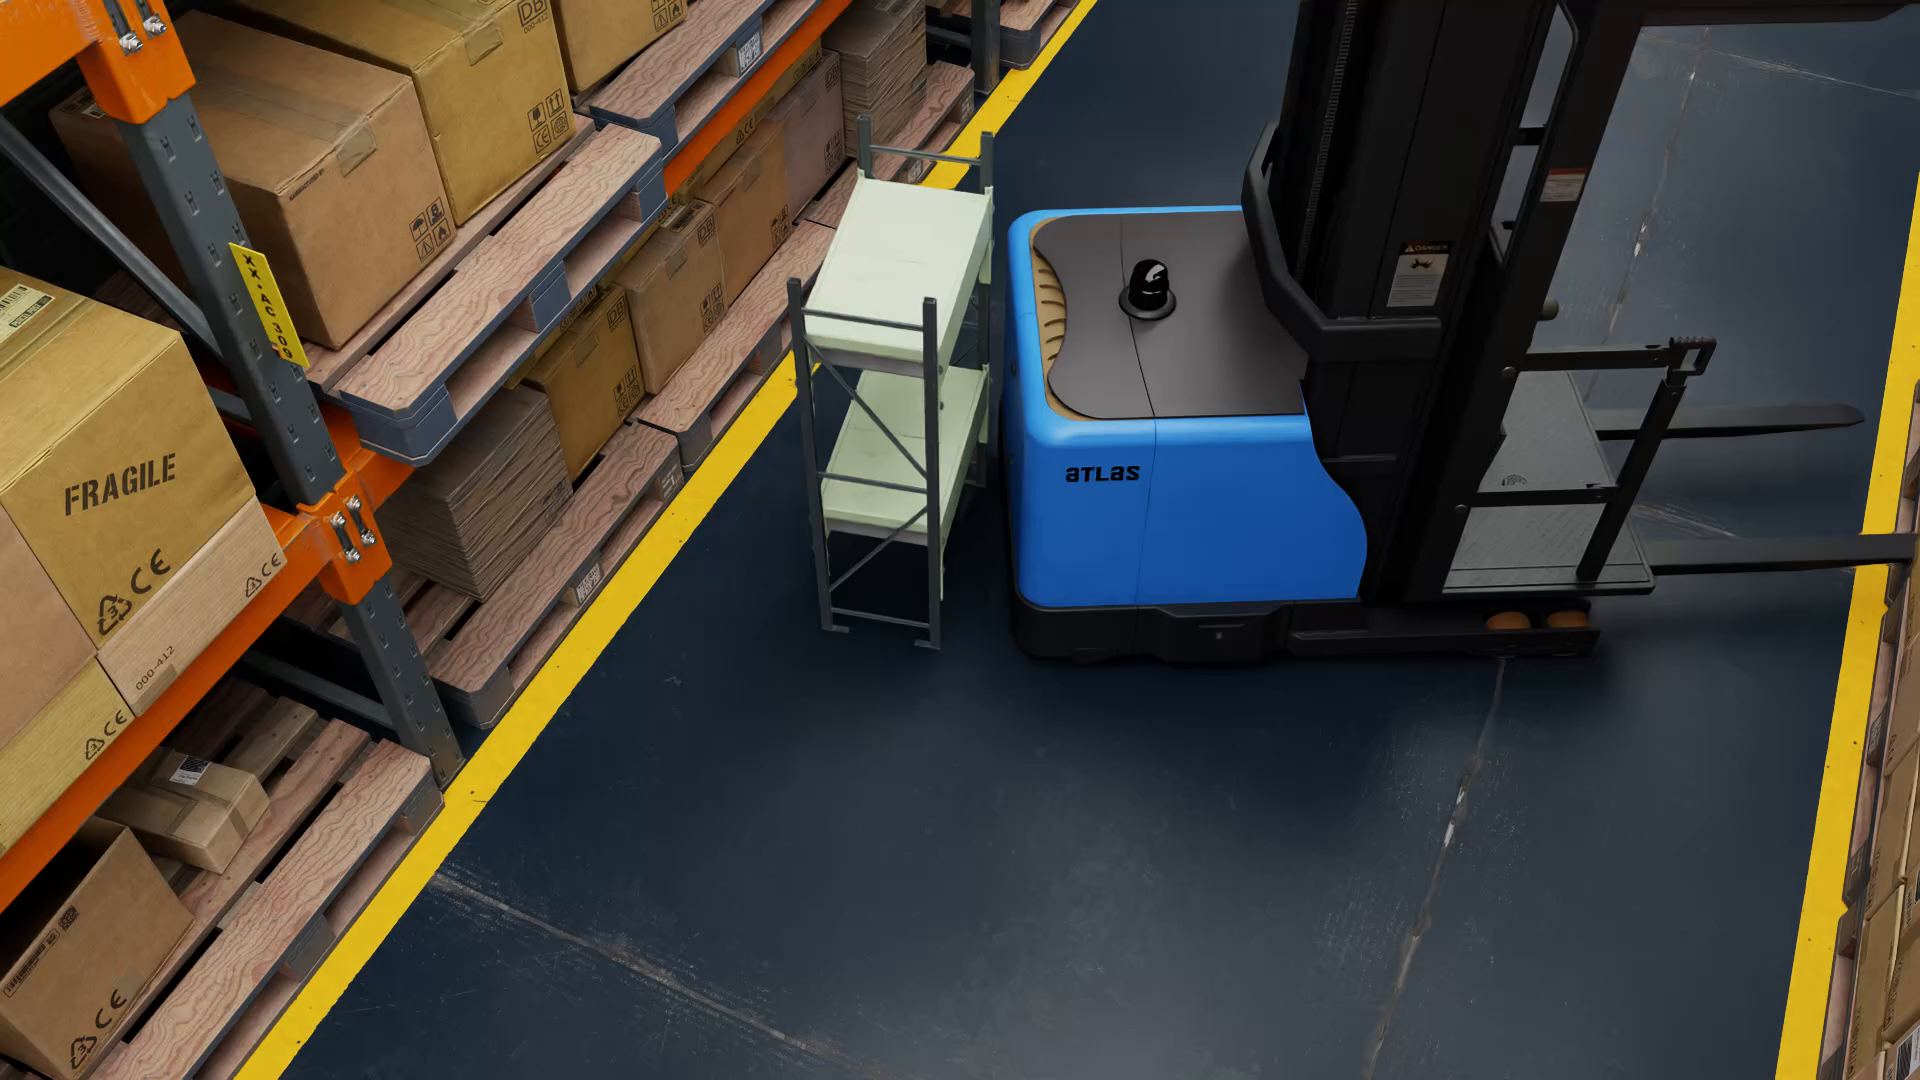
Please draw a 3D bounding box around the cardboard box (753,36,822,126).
[{"bbox_3d":[-0.861,-1.848,6.213,0.500,0.250,0.500,21,53,17],"label":"cardboard box"}]

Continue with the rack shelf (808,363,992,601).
[{"bbox_3d":[-0.180,-0.227,5.386,0.431,0.370,0.720,9,50,8],"label":"rack shelf"}]

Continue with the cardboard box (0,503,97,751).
[{"bbox_3d":[-2.139,0.168,3.230,0.500,0.500,0.500,20,52,16],"label":"cardboard box"}]

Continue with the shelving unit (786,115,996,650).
[{"bbox_3d":[-0.180,-0.438,5.138,0.431,1.500,0.755,9,50,8],"label":"shelving unit"}]

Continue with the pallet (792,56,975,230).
[{"bbox_3d":[-0.635,-1.716,7.071,1.003,0.211,1.213,20,52,16],"label":"pallet"}]

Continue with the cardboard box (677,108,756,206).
[{"bbox_3d":[-1.076,-1.492,5.910,0.500,0.250,0.500,20,52,16],"label":"cardboard box"}]

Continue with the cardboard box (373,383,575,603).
[{"bbox_3d":[-1.710,-0.247,5.343,0.700,0.500,0.500,21,53,17],"label":"cardboard box"}]

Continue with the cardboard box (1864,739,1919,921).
[{"bbox_3d":[2.822,0.882,4.560,0.500,0.250,0.500,21,53,17],"label":"cardboard box"}]

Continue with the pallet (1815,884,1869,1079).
[{"bbox_3d":[2.751,1.590,4.258,1.003,0.211,1.213,20,52,16],"label":"pallet"}]

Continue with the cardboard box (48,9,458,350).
[{"bbox_3d":[-1.761,-0.917,4.206,0.700,0.500,0.500,20,52,16],"label":"cardboard box"}]

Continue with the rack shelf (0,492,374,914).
[{"bbox_3d":[-2.864,1.208,3.225,1.077,0.370,4.000,20,52,16],"label":"rack shelf"}]

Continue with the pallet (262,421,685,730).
[{"bbox_3d":[-1.678,-0.036,5.642,1.003,0.211,1.213,20,52,16],"label":"pallet"}]

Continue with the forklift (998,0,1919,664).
[{"bbox_3d":[1.667,-0.970,4.651,3.031,2.935,1.130,-2,50,-2],"label":"forklift"}]

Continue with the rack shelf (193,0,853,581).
[{"bbox_3d":[-1.155,-1.547,5.569,1.077,0.370,4.000,20,52,16],"label":"rack shelf"}]

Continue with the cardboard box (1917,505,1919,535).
[{"bbox_3d":[3.477,-0.181,5.464,0.500,0.250,0.500,18,52,15],"label":"cardboard box"}]

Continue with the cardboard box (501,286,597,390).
[{"bbox_3d":[-1.525,-0.795,5.317,0.500,0.250,0.500,19,52,15],"label":"cardboard box"}]

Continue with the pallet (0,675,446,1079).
[{"bbox_3d":[-2.264,0.975,4.782,1.003,0.211,1.213,20,52,16],"label":"pallet"}]

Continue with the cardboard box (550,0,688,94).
[{"bbox_3d":[-1.263,-1.763,4.926,0.700,0.500,0.500,27,55,21],"label":"cardboard box"}]

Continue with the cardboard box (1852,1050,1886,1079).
[{"bbox_3d":[2.386,1.582,3.964,0.500,0.250,0.500,19,52,16],"label":"cardboard box"}]

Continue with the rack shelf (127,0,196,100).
[{"bbox_3d":[-1.155,-2.519,4.427,1.077,0.370,4.000,20,52,16],"label":"rack shelf"}]

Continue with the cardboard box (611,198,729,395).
[{"bbox_3d":[-1.280,-0.958,5.948,0.700,0.500,0.500,20,53,16],"label":"cardboard box"}]

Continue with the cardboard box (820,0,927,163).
[{"bbox_3d":[-0.561,-1.977,6.815,0.700,0.500,0.500,20,53,17],"label":"cardboard box"}]

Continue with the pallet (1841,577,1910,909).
[{"bbox_3d":[3.271,0.747,4.976,1.003,0.211,1.213,20,52,16],"label":"pallet"}]

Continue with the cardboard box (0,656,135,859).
[{"bbox_3d":[-2.158,0.405,3.521,0.500,0.250,0.500,20,52,16],"label":"cardboard box"}]

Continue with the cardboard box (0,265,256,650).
[{"bbox_3d":[-1.931,-0.177,3.524,0.500,0.500,0.500,20,52,16],"label":"cardboard box"}]

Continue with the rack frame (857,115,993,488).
[{"bbox_3d":[-0.102,-0.710,5.370,0.400,1.500,0.023,9,50,8],"label":"rack frame"}]

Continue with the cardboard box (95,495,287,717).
[{"bbox_3d":[-1.937,0.064,3.811,0.500,0.250,0.500,20,52,16],"label":"cardboard box"}]

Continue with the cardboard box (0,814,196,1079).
[{"bbox_3d":[-2.416,0.993,4.288,0.500,0.500,0.500,16,52,13],"label":"cardboard box"}]

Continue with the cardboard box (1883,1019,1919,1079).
[{"bbox_3d":[2.385,1.408,3.744,0.500,0.311,0.500,20,52,16],"label":"cardboard box"}]

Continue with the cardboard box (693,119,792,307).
[{"bbox_3d":[-1.073,-1.309,6.246,0.700,0.500,0.500,20,52,16],"label":"cardboard box"}]

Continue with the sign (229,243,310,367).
[{"bbox_3d":[-1.515,-0.512,3.648,0.100,0.325,0.005,20,52,16],"label":"sign"}]

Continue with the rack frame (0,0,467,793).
[{"bbox_3d":[-2.009,-0.403,4.123,1.000,3.000,0.127,20,52,16],"label":"rack frame"}]

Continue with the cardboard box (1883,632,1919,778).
[{"bbox_3d":[3.041,0.532,4.858,0.500,0.250,0.500,21,53,17],"label":"cardboard box"}]

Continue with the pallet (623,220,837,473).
[{"bbox_3d":[-1.158,-0.879,6.359,1.003,0.211,1.213,20,52,16],"label":"pallet"}]

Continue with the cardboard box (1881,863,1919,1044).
[{"bbox_3d":[2.602,1.047,4.051,0.500,0.311,0.500,21,53,17],"label":"cardboard box"}]

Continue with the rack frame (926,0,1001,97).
[{"bbox_3d":[-0.300,-3.157,6.467,1.000,3.000,0.127,20,52,16],"label":"rack frame"}]

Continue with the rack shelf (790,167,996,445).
[{"bbox_3d":[-0.180,-0.691,4.841,0.431,0.370,0.720,9,50,8],"label":"rack shelf"}]

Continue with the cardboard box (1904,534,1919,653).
[{"bbox_3d":[3.260,0.179,5.158,0.500,0.250,0.500,19,52,15],"label":"cardboard box"}]

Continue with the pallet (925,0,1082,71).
[{"bbox_3d":[0.105,-2.772,7.970,1.003,0.211,1.213,20,52,16],"label":"pallet"}]

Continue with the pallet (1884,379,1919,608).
[{"bbox_3d":[3.793,-0.090,5.688,1.003,0.211,1.213,20,52,16],"label":"pallet"}]

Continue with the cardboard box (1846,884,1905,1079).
[{"bbox_3d":[2.604,1.234,4.260,0.500,0.250,0.500,19,52,16],"label":"cardboard box"}]

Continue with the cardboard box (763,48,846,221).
[{"bbox_3d":[-0.886,-1.660,6.545,0.700,0.500,0.500,20,52,16],"label":"cardboard box"}]

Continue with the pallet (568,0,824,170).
[{"bbox_3d":[-1.109,-1.718,5.369,1.003,0.211,1.213,20,52,16],"label":"pallet"}]

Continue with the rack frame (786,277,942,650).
[{"bbox_3d":[-0.258,-0.166,4.906,0.400,1.500,0.023,9,50,8],"label":"rack frame"}]

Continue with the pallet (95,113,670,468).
[{"bbox_3d":[-1.551,-0.819,4.604,1.003,0.211,1.213,20,52,16],"label":"pallet"}]

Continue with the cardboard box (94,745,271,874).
[{"bbox_3d":[-2.211,0.751,4.713,0.380,0.166,0.250,14,51,11],"label":"cardboard box"}]

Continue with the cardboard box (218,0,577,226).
[{"bbox_3d":[-1.516,-1.299,4.532,0.700,0.500,0.500,25,54,20],"label":"cardboard box"}]

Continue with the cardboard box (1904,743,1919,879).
[{"bbox_3d":[2.817,0.704,4.342,0.500,0.311,0.500,20,52,16],"label":"cardboard box"}]

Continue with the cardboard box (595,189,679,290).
[{"bbox_3d":[-1.306,-1.154,5.623,0.500,0.250,0.500,18,52,15],"label":"cardboard box"}]

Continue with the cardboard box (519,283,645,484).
[{"bbox_3d":[-1.534,-0.620,5.660,0.700,0.500,0.500,19,52,15],"label":"cardboard box"}]

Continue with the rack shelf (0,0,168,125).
[{"bbox_3d":[-2.864,0.236,2.083,1.077,0.370,4.000,20,52,16],"label":"rack shelf"}]
